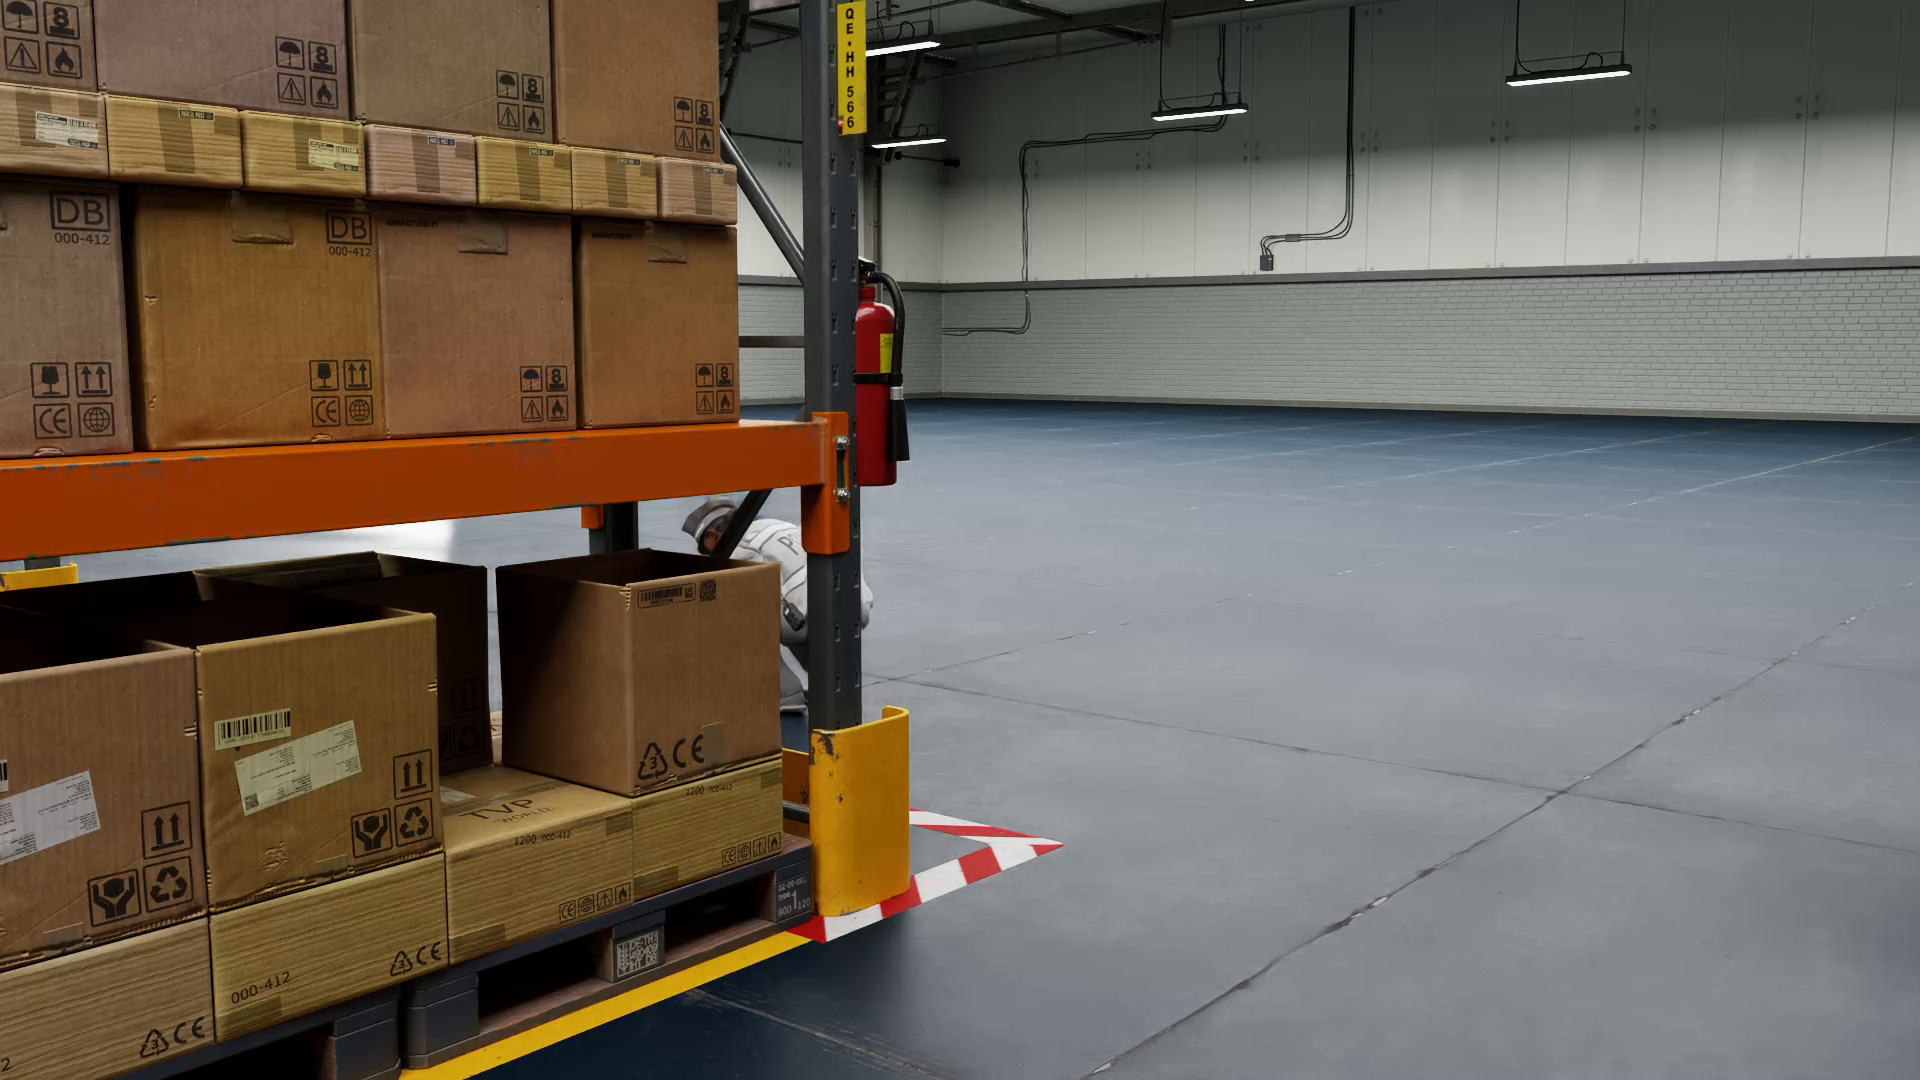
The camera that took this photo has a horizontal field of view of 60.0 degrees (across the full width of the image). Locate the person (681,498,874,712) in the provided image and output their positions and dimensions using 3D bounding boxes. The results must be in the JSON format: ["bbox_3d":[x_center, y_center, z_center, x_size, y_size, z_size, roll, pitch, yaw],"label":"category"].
[{"bbox_3d":[-0.769,0.265,6.934,0.866,0.865,0.482,5,9,38],"label":"person"}]
